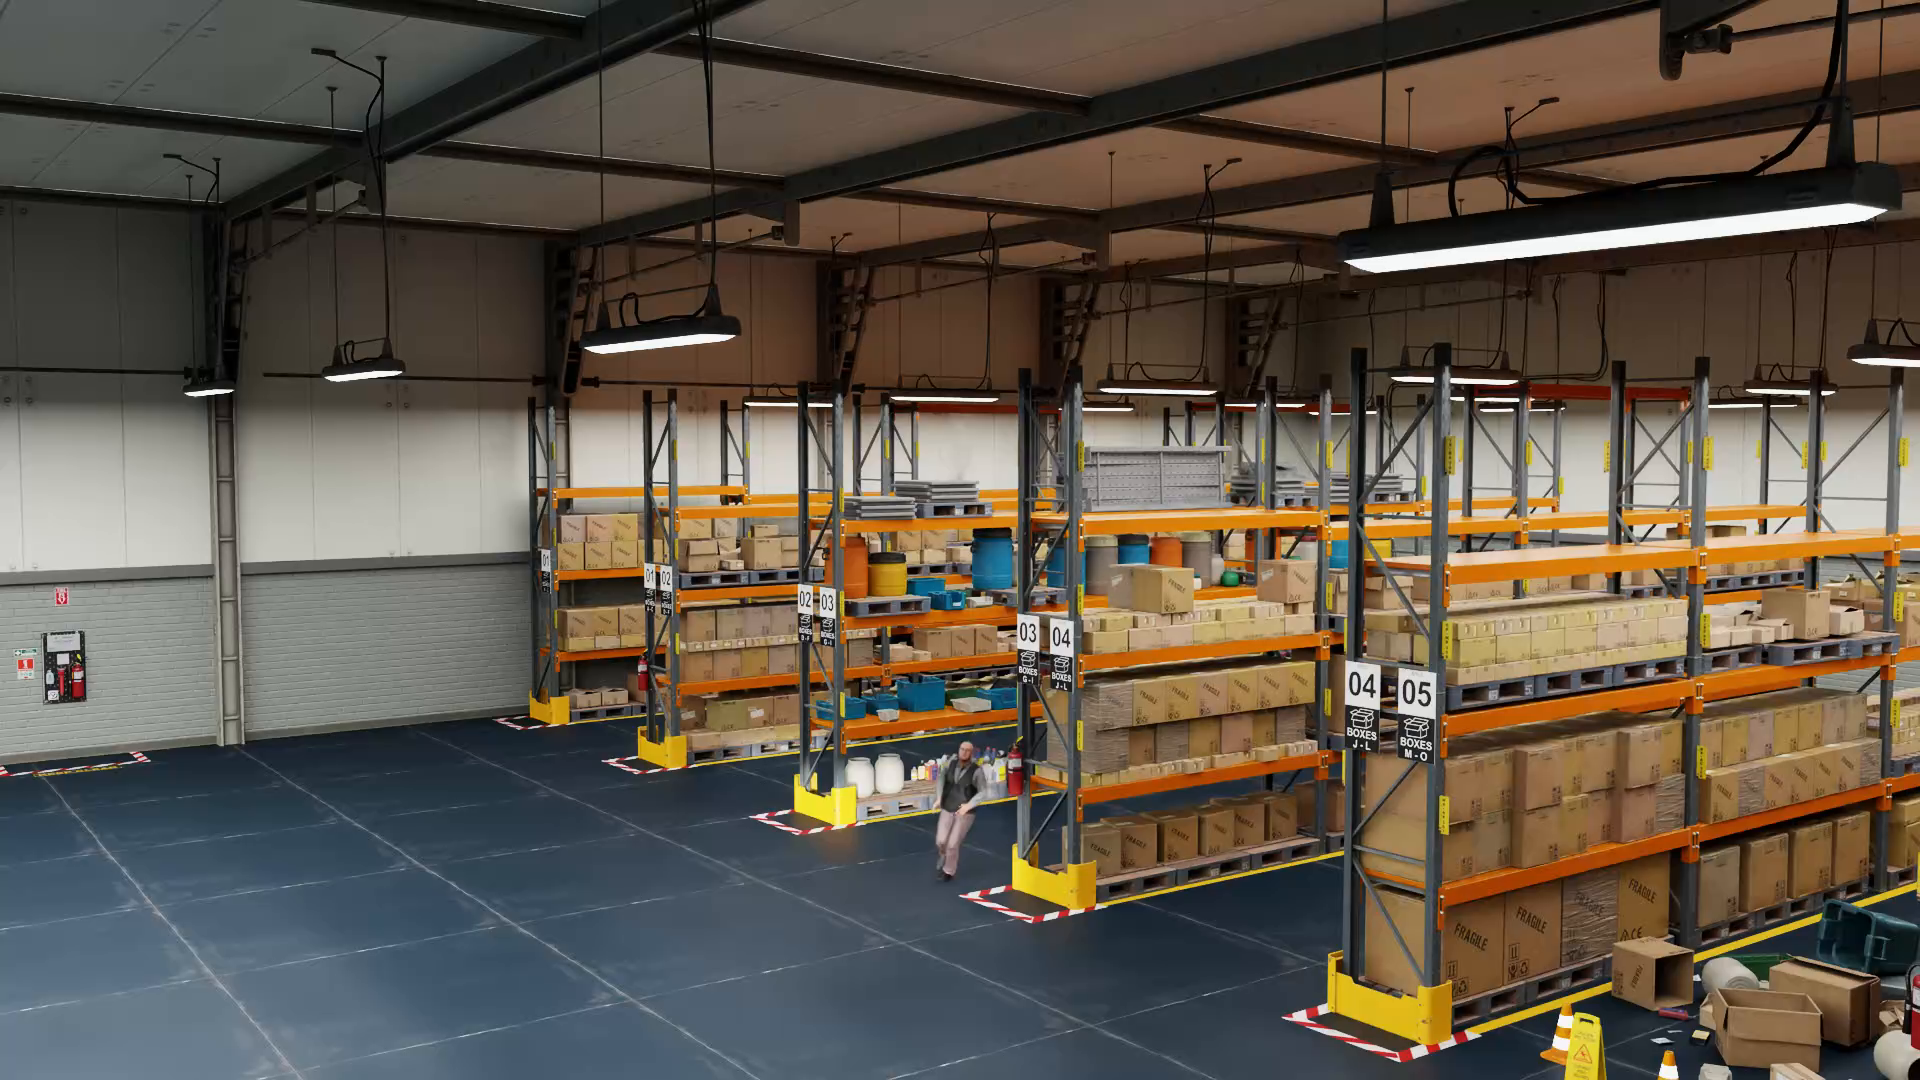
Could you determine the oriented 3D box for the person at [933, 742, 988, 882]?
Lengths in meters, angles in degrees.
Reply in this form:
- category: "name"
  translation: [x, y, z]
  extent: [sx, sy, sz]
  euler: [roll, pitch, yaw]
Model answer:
- category: "person"
  translation: [-0.022, 3.189, 19.452]
  extent: [0.677, 1.654, 0.548]
  euler: [1, 4, 18]
